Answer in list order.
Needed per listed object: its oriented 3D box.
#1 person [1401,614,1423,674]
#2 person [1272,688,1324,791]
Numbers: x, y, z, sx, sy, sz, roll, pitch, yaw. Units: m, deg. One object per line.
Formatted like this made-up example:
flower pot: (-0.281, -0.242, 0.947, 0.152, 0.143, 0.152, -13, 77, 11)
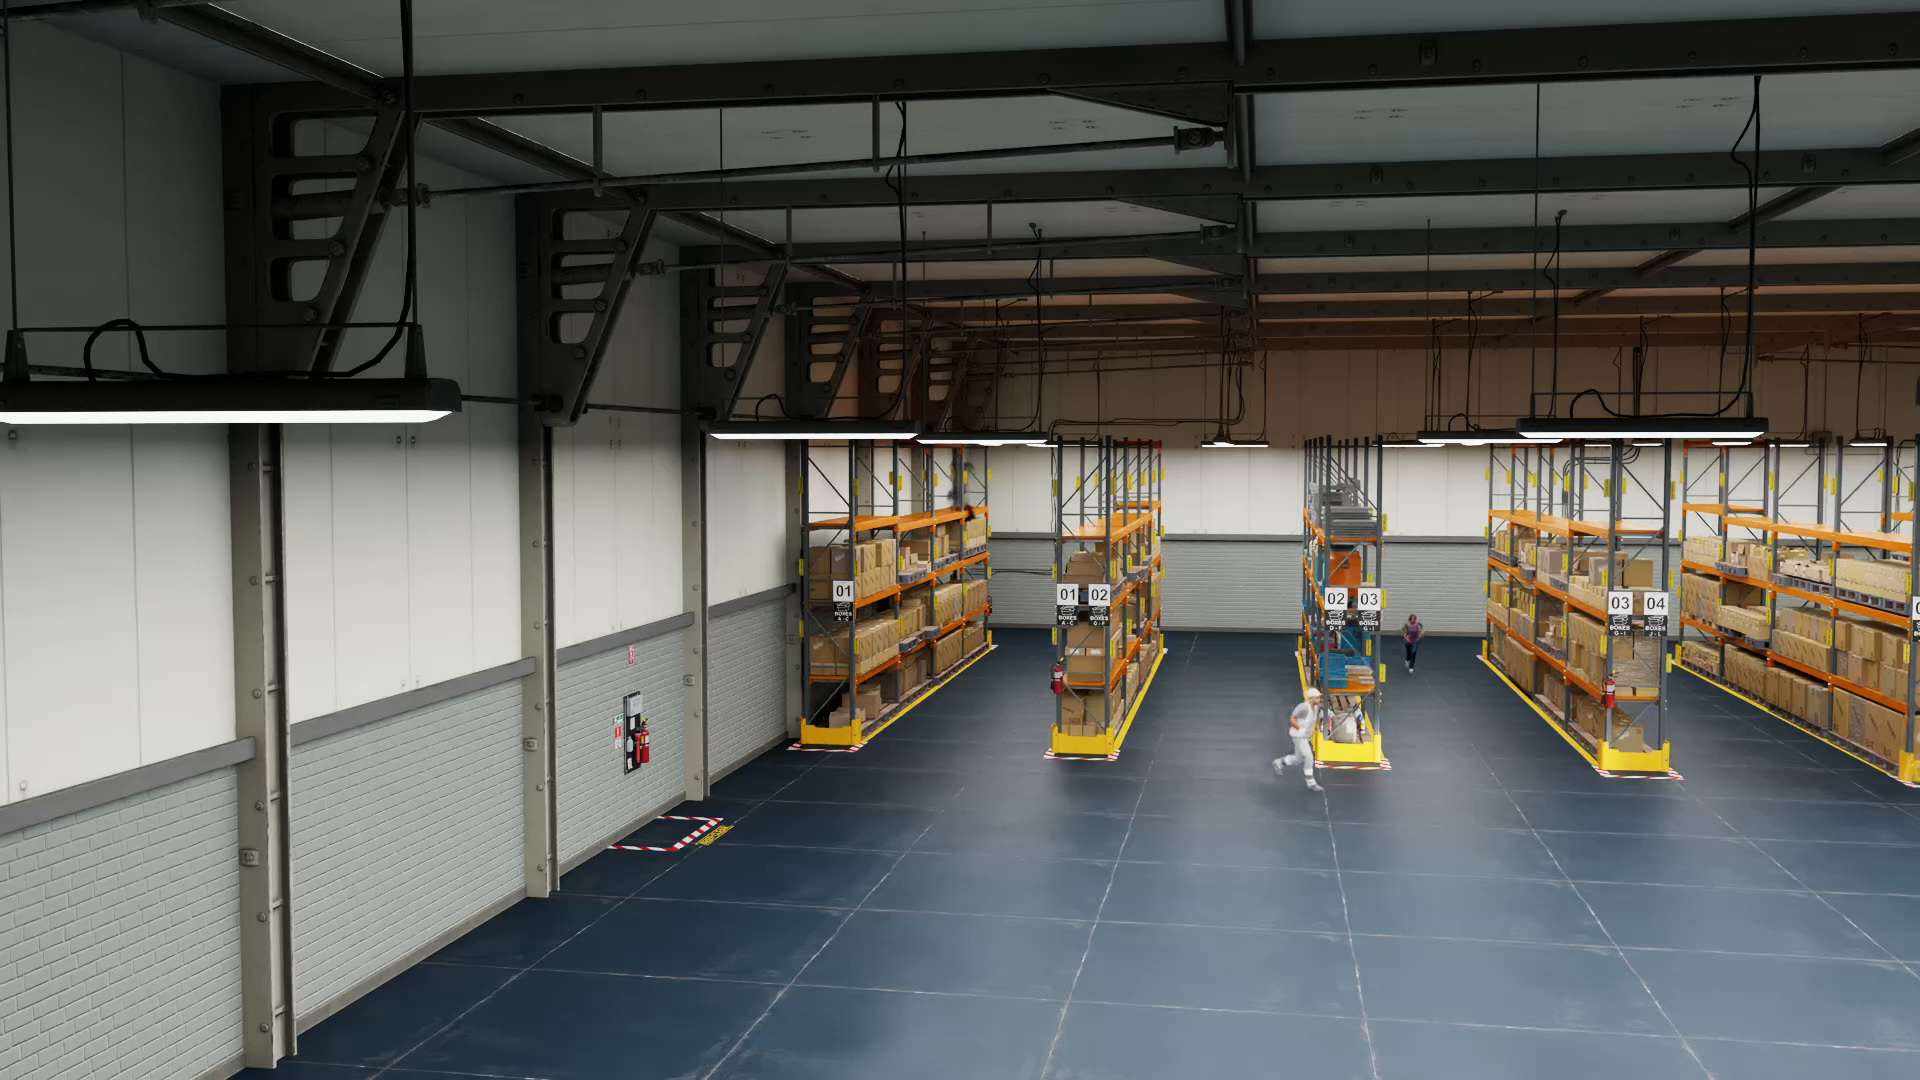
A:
person: (11.655, 2.661, 42.993, 0.570, 1.535, 0.913, 0, 3, 4)
person: (5.701, 3.343, 28.153, 0.977, 1.731, 0.649, 3, 4, 42)
